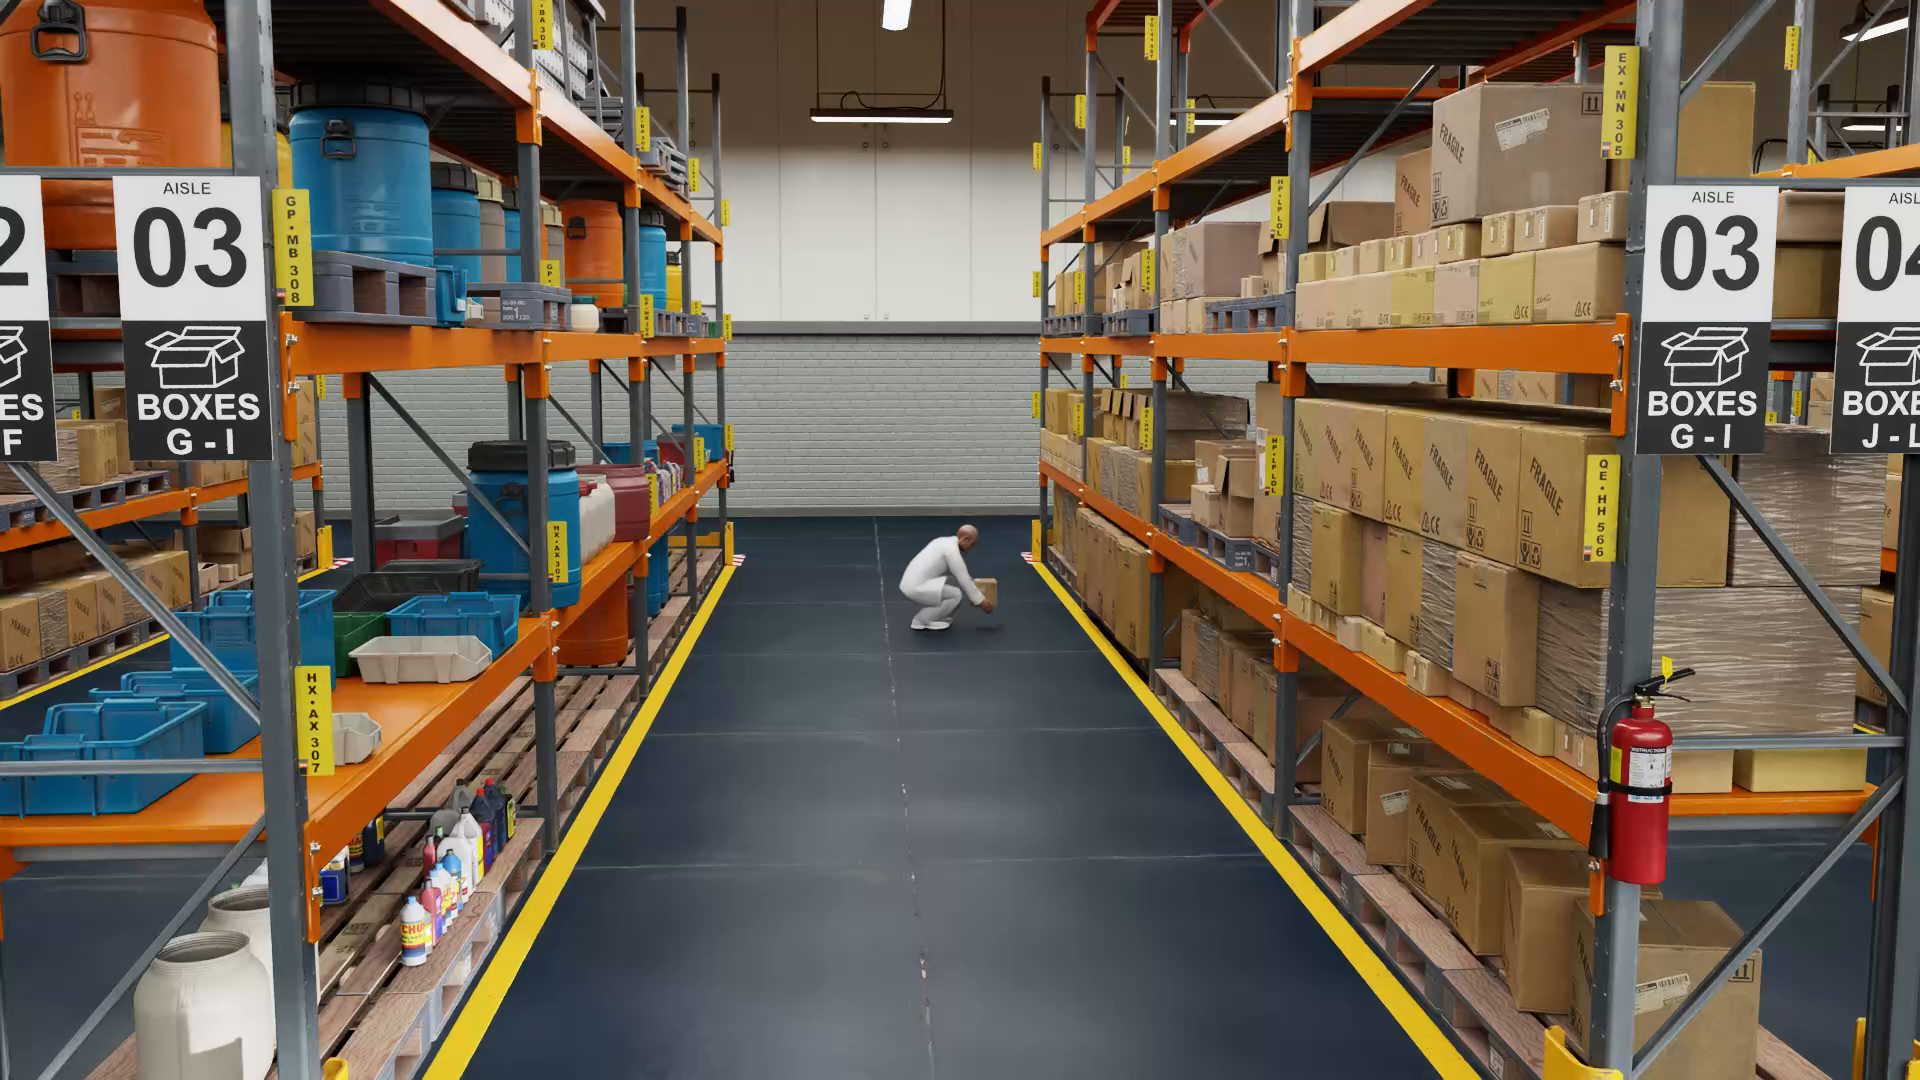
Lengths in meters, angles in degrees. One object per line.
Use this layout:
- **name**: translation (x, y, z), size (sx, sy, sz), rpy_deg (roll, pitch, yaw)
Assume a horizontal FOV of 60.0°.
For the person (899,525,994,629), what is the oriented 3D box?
- **person**: translation (-0.133, 0.362, 16.167), size (0.911, 0.979, 0.599), rpy_deg (0, 7, -4)
